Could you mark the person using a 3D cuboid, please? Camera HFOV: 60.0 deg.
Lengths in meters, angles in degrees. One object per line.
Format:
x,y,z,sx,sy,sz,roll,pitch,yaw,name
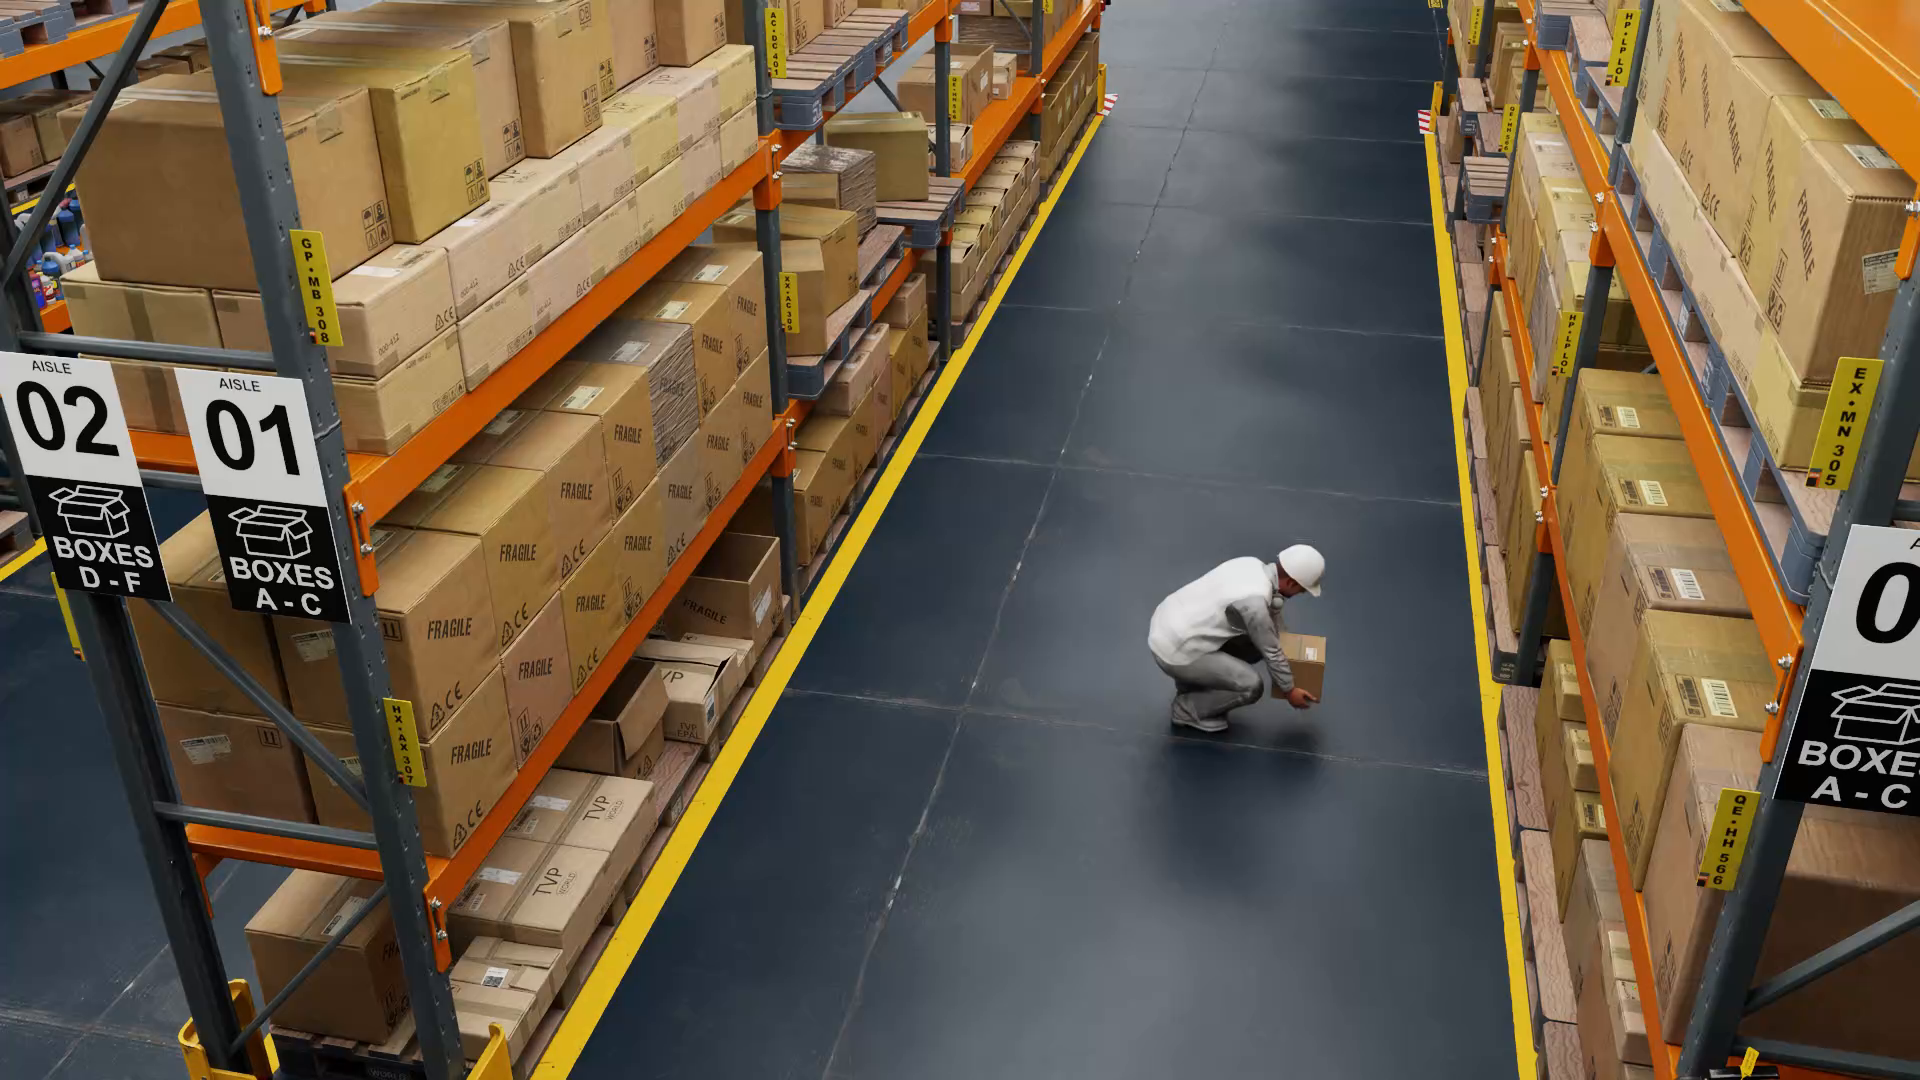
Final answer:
1.413,0.472,8.539,0.880,1.012,0.521,5,29,10,person
